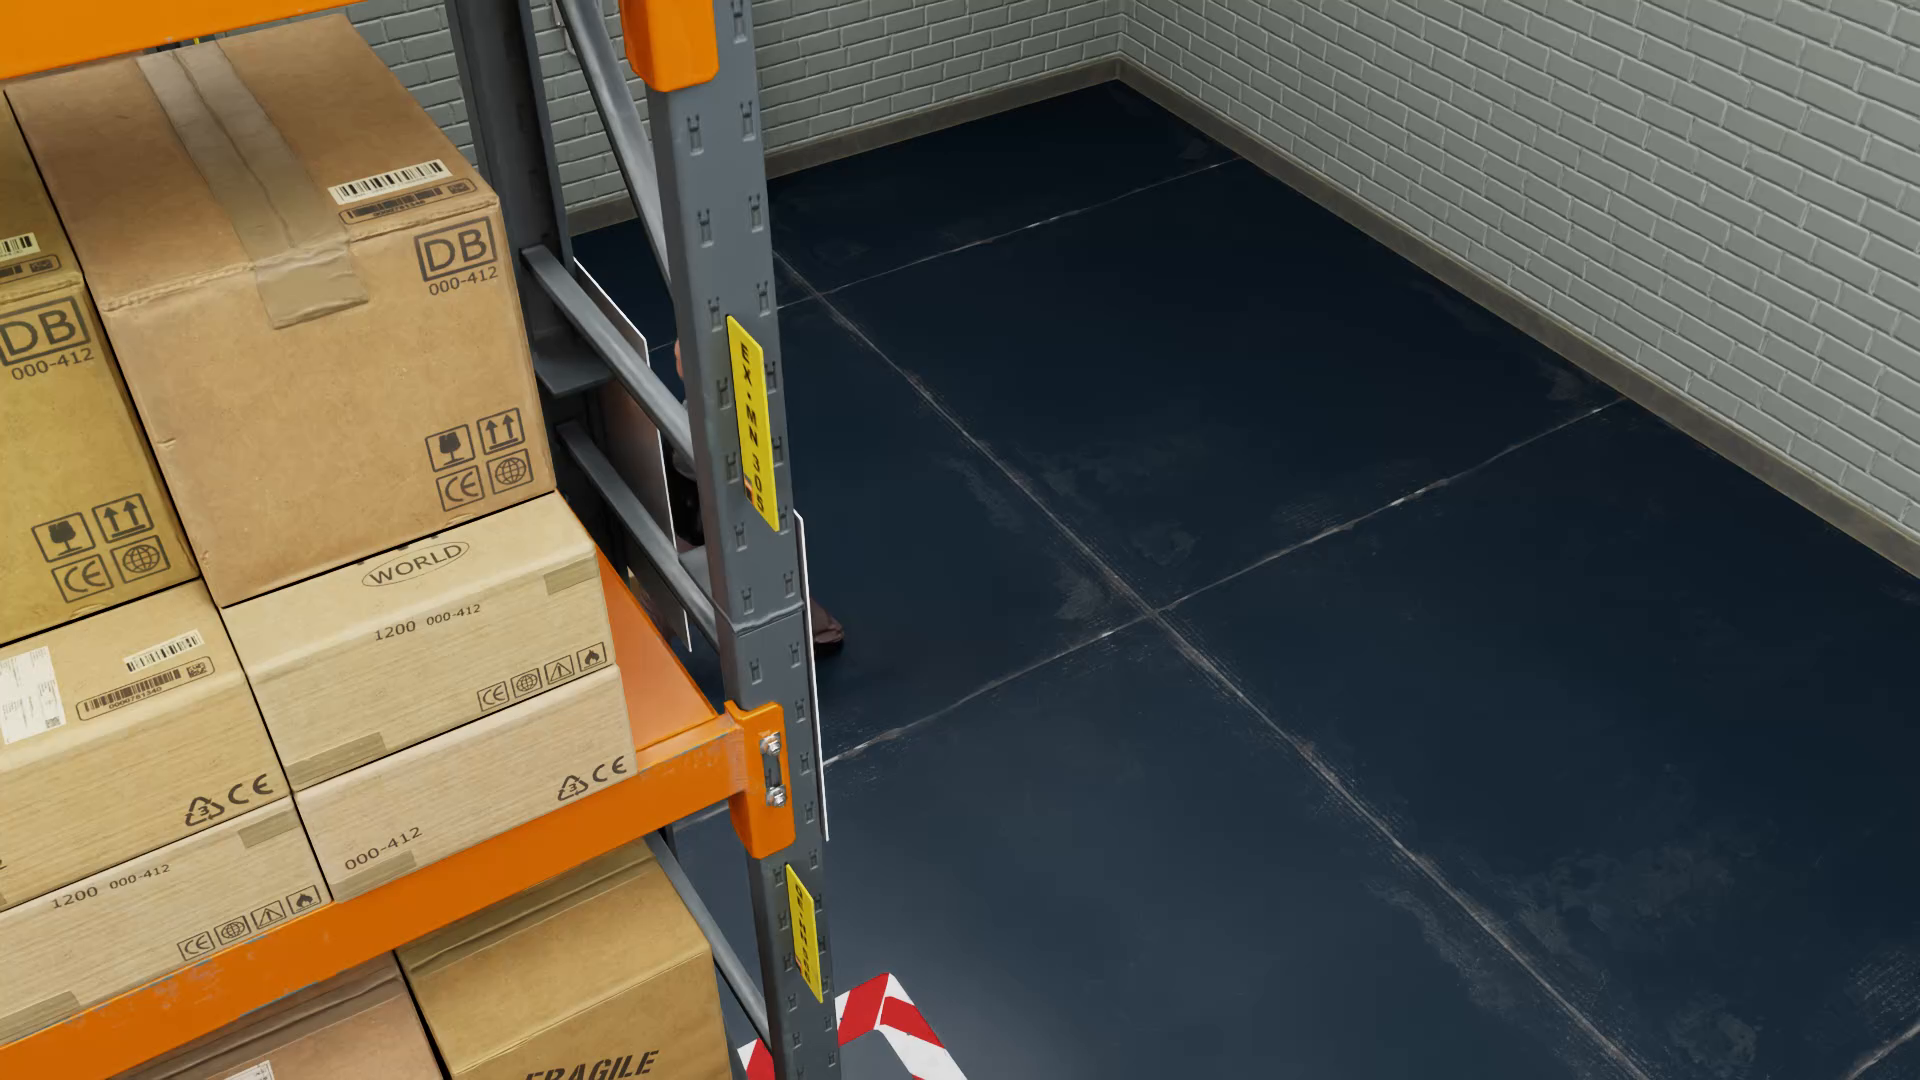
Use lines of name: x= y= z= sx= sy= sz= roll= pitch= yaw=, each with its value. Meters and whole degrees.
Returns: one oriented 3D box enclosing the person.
person: x=-1.010 y=-0.117 z=6.339 sx=1.046 sy=1.663 sz=0.559 roll=6 pitch=41 yaw=7
